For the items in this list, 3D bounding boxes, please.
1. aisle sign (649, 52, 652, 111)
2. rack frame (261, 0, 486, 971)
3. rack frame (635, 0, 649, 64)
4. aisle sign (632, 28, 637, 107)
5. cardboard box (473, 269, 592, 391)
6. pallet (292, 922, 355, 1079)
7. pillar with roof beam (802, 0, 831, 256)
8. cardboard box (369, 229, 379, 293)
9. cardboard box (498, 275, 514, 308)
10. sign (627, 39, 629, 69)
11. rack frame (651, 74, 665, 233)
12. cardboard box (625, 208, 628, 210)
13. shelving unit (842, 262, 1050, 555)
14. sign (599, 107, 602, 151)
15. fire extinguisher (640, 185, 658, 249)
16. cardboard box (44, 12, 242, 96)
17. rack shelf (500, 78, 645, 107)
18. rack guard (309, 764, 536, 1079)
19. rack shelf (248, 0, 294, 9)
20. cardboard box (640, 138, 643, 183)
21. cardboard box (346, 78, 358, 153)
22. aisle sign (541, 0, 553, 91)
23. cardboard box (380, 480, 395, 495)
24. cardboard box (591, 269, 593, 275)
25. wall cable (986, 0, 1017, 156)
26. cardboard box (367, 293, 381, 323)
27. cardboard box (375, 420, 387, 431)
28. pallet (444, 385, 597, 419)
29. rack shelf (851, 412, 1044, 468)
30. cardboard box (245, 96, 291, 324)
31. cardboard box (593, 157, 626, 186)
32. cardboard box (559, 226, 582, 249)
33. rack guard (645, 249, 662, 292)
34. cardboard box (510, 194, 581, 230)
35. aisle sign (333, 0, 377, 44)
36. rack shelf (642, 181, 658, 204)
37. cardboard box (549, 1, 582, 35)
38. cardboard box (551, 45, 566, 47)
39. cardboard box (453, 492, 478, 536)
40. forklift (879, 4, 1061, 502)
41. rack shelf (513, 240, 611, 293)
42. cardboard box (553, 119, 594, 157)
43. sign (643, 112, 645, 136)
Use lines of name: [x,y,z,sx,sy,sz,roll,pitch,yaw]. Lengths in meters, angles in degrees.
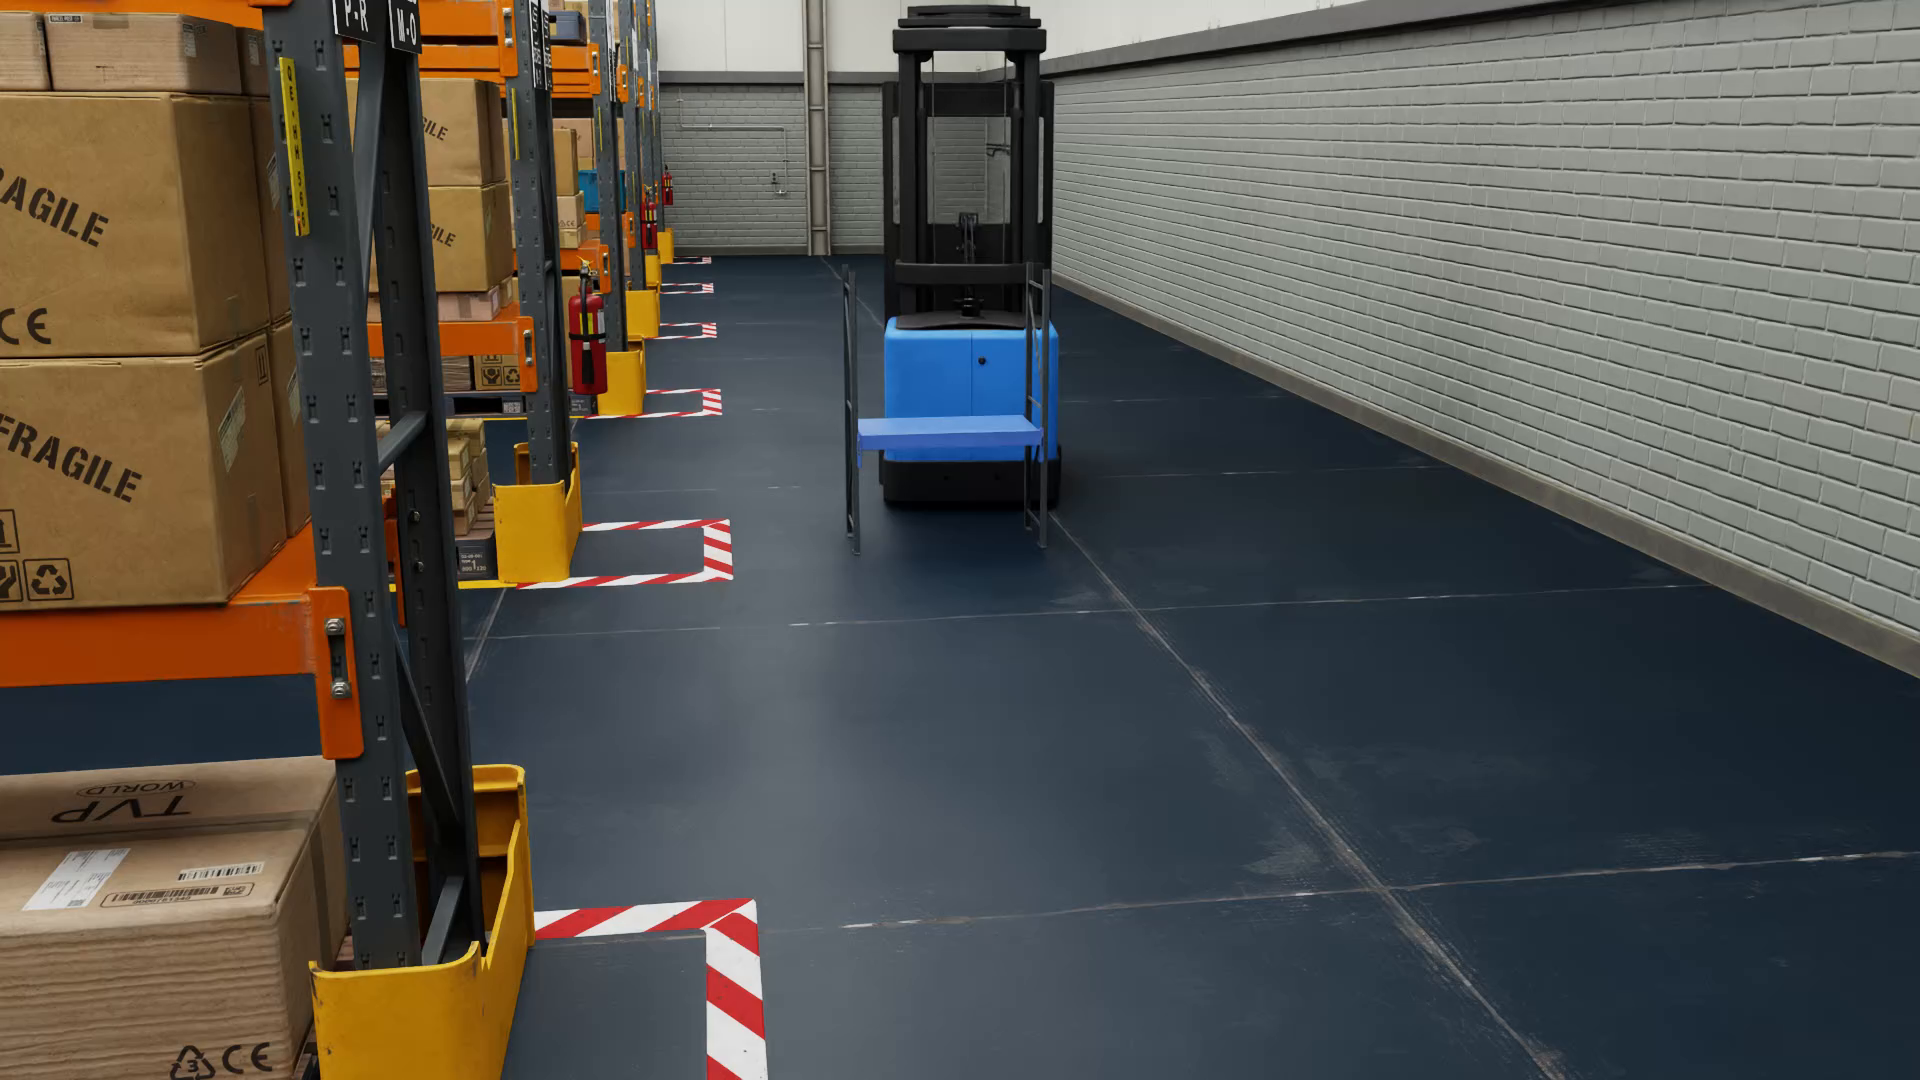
aisle sign: [-4.249,-6.297,22.819,0.004,0.787,0.394,-2,14,-8]
rack frame: [-1.324,-0.196,3.836,0.127,3.000,1.000,-2,14,-8]
rack frame: [-4.272,-7.872,22.114,0.127,3.000,1.000,-2,14,-8]
aisle sign: [-3.423,-4.964,17.505,0.004,0.787,0.394,-2,14,-8]
cardboard box: [-3.421,-1.710,13.380,0.875,0.875,0.875,-2,14,-8]
pallet: [-2.103,1.205,3.985,1.213,0.211,1.003,-2,14,-8]
pillar with roof beam: [-1.832,-8.334,23.955,0.400,9.000,9.100,-2,14,-8]
cardboard box: [-3.077,-1.480,8.140,0.500,0.500,0.500,-2,14,-9]
cardboard box: [-2.530,-1.328,8.868,0.250,0.149,0.380,-2,14,-9]
sign: [-3.440,-5.043,17.215,0.005,0.325,0.100,-2,14,-8]
rack frame: [-5.014,-6.154,27.594,0.127,3.000,1.000,-2,14,-8]
cardboard box: [-5.597,-5.463,27.781,0.250,0.149,0.380,-2,14,-8]
shelving unit: [-0.084,-0.724,9.027,1.048,1.500,0.538,-2,14,-8]
sign: [-2.733,-3.125,12.649,0.005,0.325,0.100,-2,14,-8]
fire extinguisher: [-3.321,-3.449,17.733,0.183,0.674,0.296,-2,14,-8]
cardboard box: [-1.649,-0.983,3.380,0.250,0.149,0.380,-2,14,-8]
rack shelf: [-6.250,-5.996,22.277,4.000,0.370,1.077,-2,14,-8]
rack guard: [-1.300,1.016,4.144,0.348,0.500,1.175,-2,14,-8]
rack shelf: [-3.302,-1.229,3.270,4.000,0.370,1.077,-2,14,-8]
cardboard box: [-5.517,-6.279,27.474,0.700,0.700,0.980,-1,14,-6]
cardboard box: [-3.078,-1.966,8.022,0.500,0.500,0.500,-3,14,-10]
aisle sign: [-2.134,-2.719,8.552,0.004,0.787,0.394,-2,14,-8]
cardboard box: [-2.907,-0.264,8.493,0.250,0.149,0.380,-2,14,-10]
cardboard box: [-5.187,-3.730,22.848,0.250,0.166,0.380,-2,14,-8]
wall cable: [0.632,-7.677,27.717,0.112,2.526,3.097,-2,14,-8]
cardboard box: [-2.939,-1.169,8.231,0.250,0.149,0.380,-2,14,-9]
cardboard box: [-3.253,-0.538,8.974,0.250,0.149,0.380,-2,14,-8]
pallet: [-3.579,-1.179,13.490,1.213,0.211,1.003,-2,14,-8]
rack shelf: [-0.084,-0.550,9.071,1.000,0.185,0.538,-2,14,-8]
cardboard box: [-1.841,-0.780,3.906,0.500,0.500,0.500,-2,14,-10]
cardboard box: [-4.675,-4.929,22.506,0.500,0.500,0.500,-2,14,-7]
cardboard box: [-3.103,-2.366,13.005,0.250,0.149,0.380,-2,14,-7]
rack guard: [-4.347,-3.747,23.137,0.348,0.500,1.175,-2,14,-8]
cardboard box: [-3.240,-2.570,12.999,0.500,0.250,0.500,-2,14,-9]
aisle sign: [-1.207,-1.385,3.233,0.004,0.787,0.394,-2,14,-8]
rack shelf: [-6.992,-5.733,27.393,4.000,0.370,1.077,-2,14,-8]
cardboard box: [-5.285,-6.931,22.264,0.500,0.500,0.700,-2,14,-8]
cardboard box: [-5.237,-6.489,22.045,0.500,0.250,0.500,-2,14,-8]
cardboard box: [-2.651,-0.135,8.589,0.250,0.149,0.380,-2,14,-7]
forklift: [0.046,-1.950,10.972,1.130,2.935,3.031,0,14,-1]
rack shelf: [-4.778,-2.158,13.140,4.000,0.370,1.077,-2,14,-8]
cardboard box: [-5.171,-5.395,22.308,0.500,0.500,0.500,-2,14,-7]
sign: [-4.209,-5.543,22.129,0.005,0.325,0.100,-2,14,-8]
